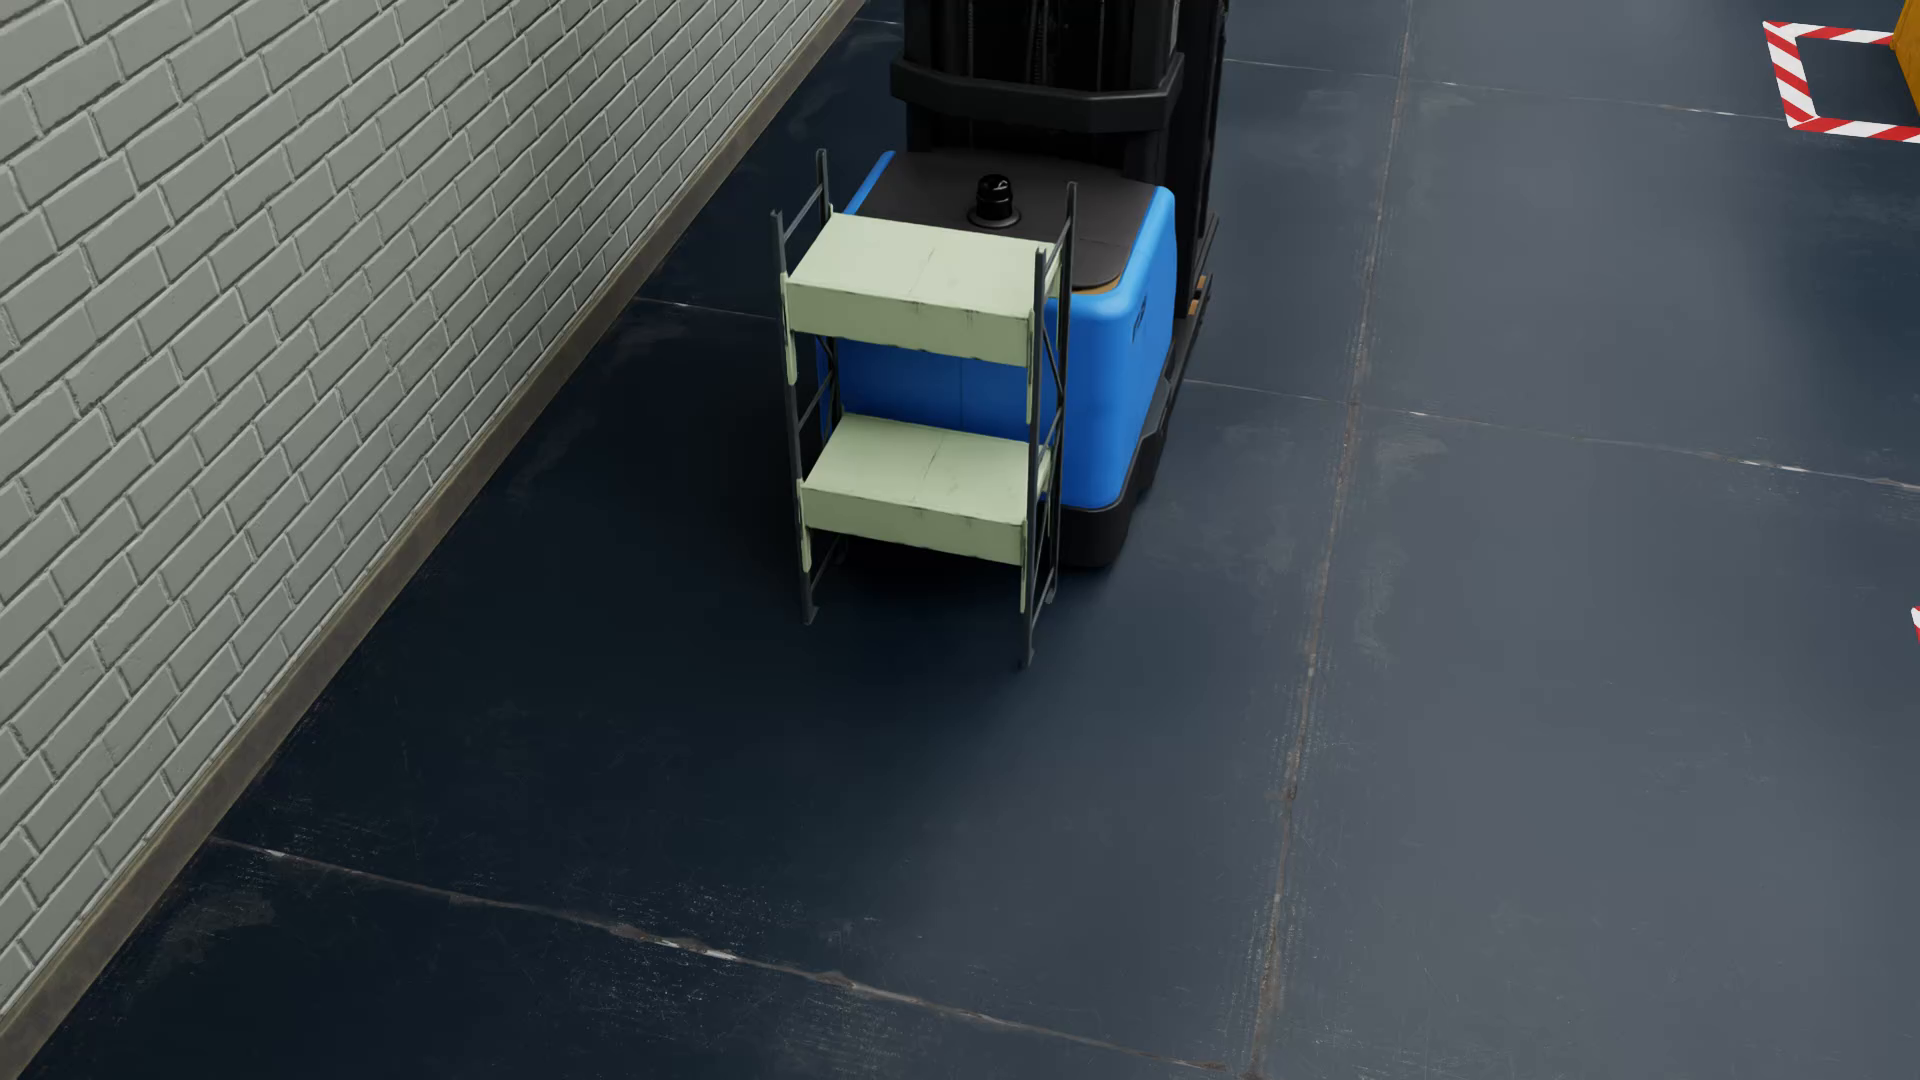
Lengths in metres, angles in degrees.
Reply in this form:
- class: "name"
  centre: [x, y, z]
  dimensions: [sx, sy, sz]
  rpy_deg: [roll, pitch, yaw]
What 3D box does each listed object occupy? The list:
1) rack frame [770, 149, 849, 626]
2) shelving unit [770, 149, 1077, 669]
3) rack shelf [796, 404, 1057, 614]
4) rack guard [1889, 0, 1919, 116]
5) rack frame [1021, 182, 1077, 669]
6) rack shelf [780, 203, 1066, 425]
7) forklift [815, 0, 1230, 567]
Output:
- class: "rack frame"
  centre: [-0.446, -0.418, 5.081]
  dimensions: [0.023, 1.500, 0.400]
  rpy_deg: [10, 41, 12]
- class: "shelving unit"
  centre: [-0.093, -0.354, 5.005]
  dimensions: [0.755, 1.500, 0.431]
  rpy_deg: [10, 41, 12]
- class: "rack shelf"
  centre: [-0.093, -0.105, 5.215]
  dimensions: [0.720, 0.370, 0.431]
  rpy_deg: [10, 41, 12]
- class: "rack guard"
  centre: [5.008, -2.489, 8.325]
  dimensions: [0.348, 0.500, 1.175]
  rpy_deg: [10, 41, 11]
- class: "rack frame"
  centre: [0.259, -0.291, 4.930]
  dimensions: [0.023, 1.500, 0.400]
  rpy_deg: [10, 41, 12]
- class: "rack shelf"
  centre: [-0.093, -0.653, 4.754]
  dimensions: [0.720, 0.370, 0.431]
  rpy_deg: [10, 41, 12]
- class: "forklift"
  centre: [0.410, -1.988, 5.838]
  dimensions: [1.130, 2.935, 3.031]
  rpy_deg: [10, 41, 12]
